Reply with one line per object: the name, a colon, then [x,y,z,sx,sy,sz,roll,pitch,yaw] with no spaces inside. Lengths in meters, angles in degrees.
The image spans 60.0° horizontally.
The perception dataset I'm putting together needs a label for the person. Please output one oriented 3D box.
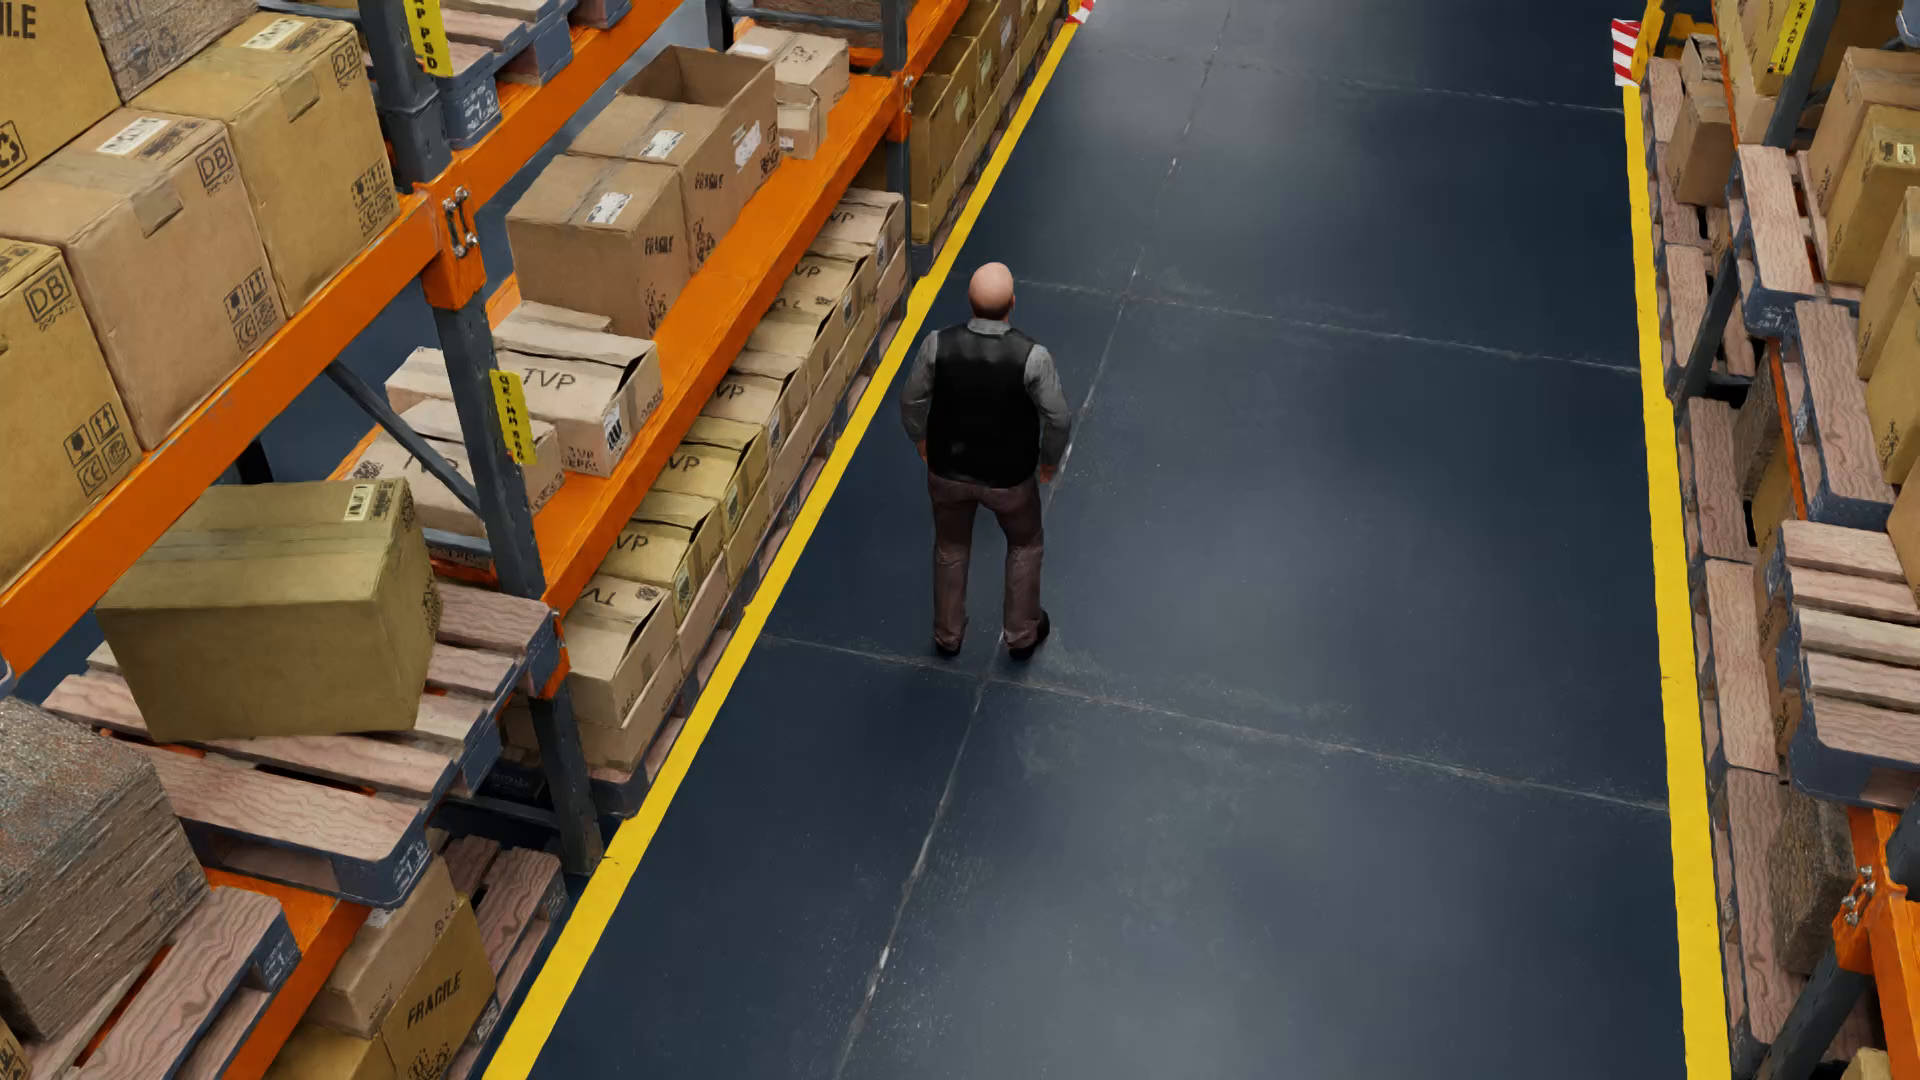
person: [0.096,-0.280,6.530,0.672,1.682,0.509,9,42,10]
